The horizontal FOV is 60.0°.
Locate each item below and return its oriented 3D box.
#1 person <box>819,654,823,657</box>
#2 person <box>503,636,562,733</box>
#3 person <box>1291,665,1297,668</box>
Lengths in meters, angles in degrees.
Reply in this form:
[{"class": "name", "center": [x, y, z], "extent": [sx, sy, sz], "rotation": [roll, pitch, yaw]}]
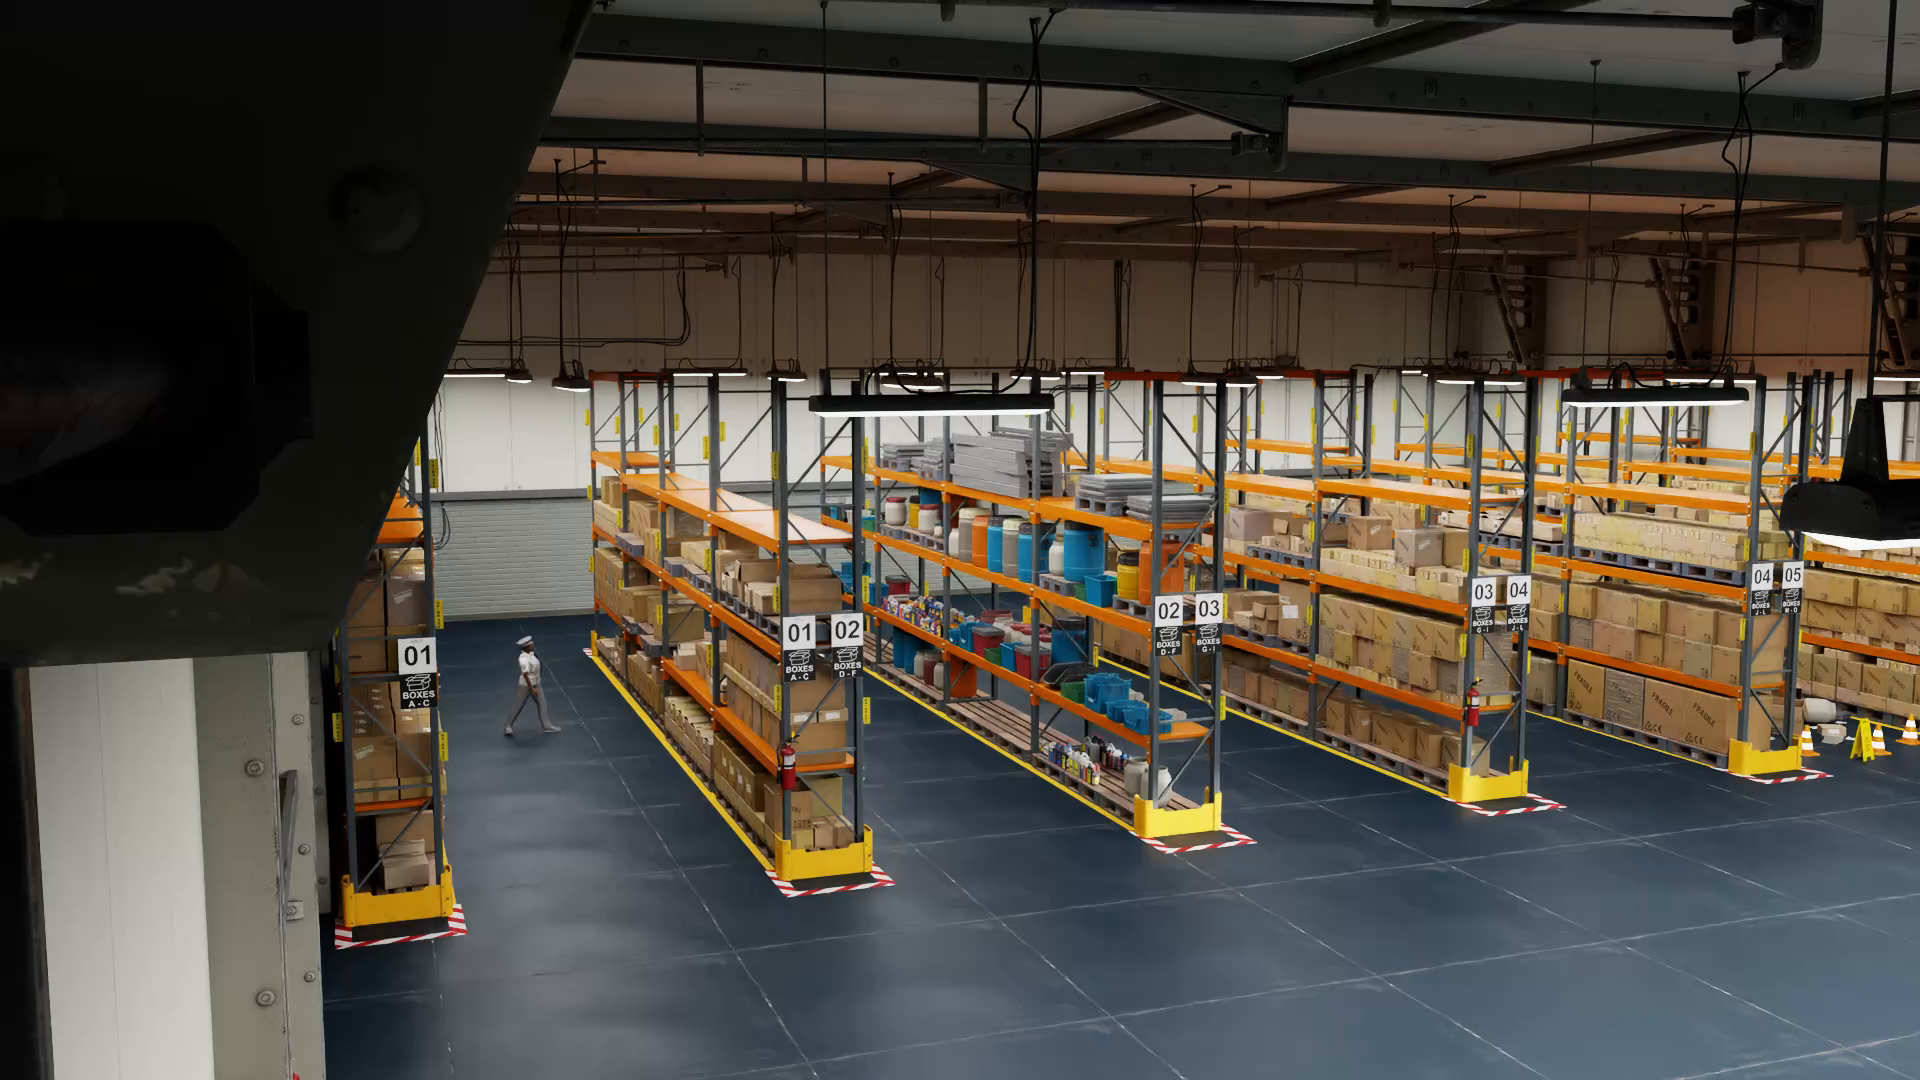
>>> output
[{"class": "person", "center": [-2.422, 2.434, 27.586], "extent": [0.574, 1.865, 0.717], "rotation": [1, 6, 6]}, {"class": "person", "center": [-7.181, 2.414, 27.738], "extent": [0.883, 1.650, 0.578], "rotation": [2, 7, 18]}, {"class": "person", "center": [6.922, 1.804, 33.680], "extent": [0.510, 1.681, 0.663], "rotation": [-1, 6, -9]}]
